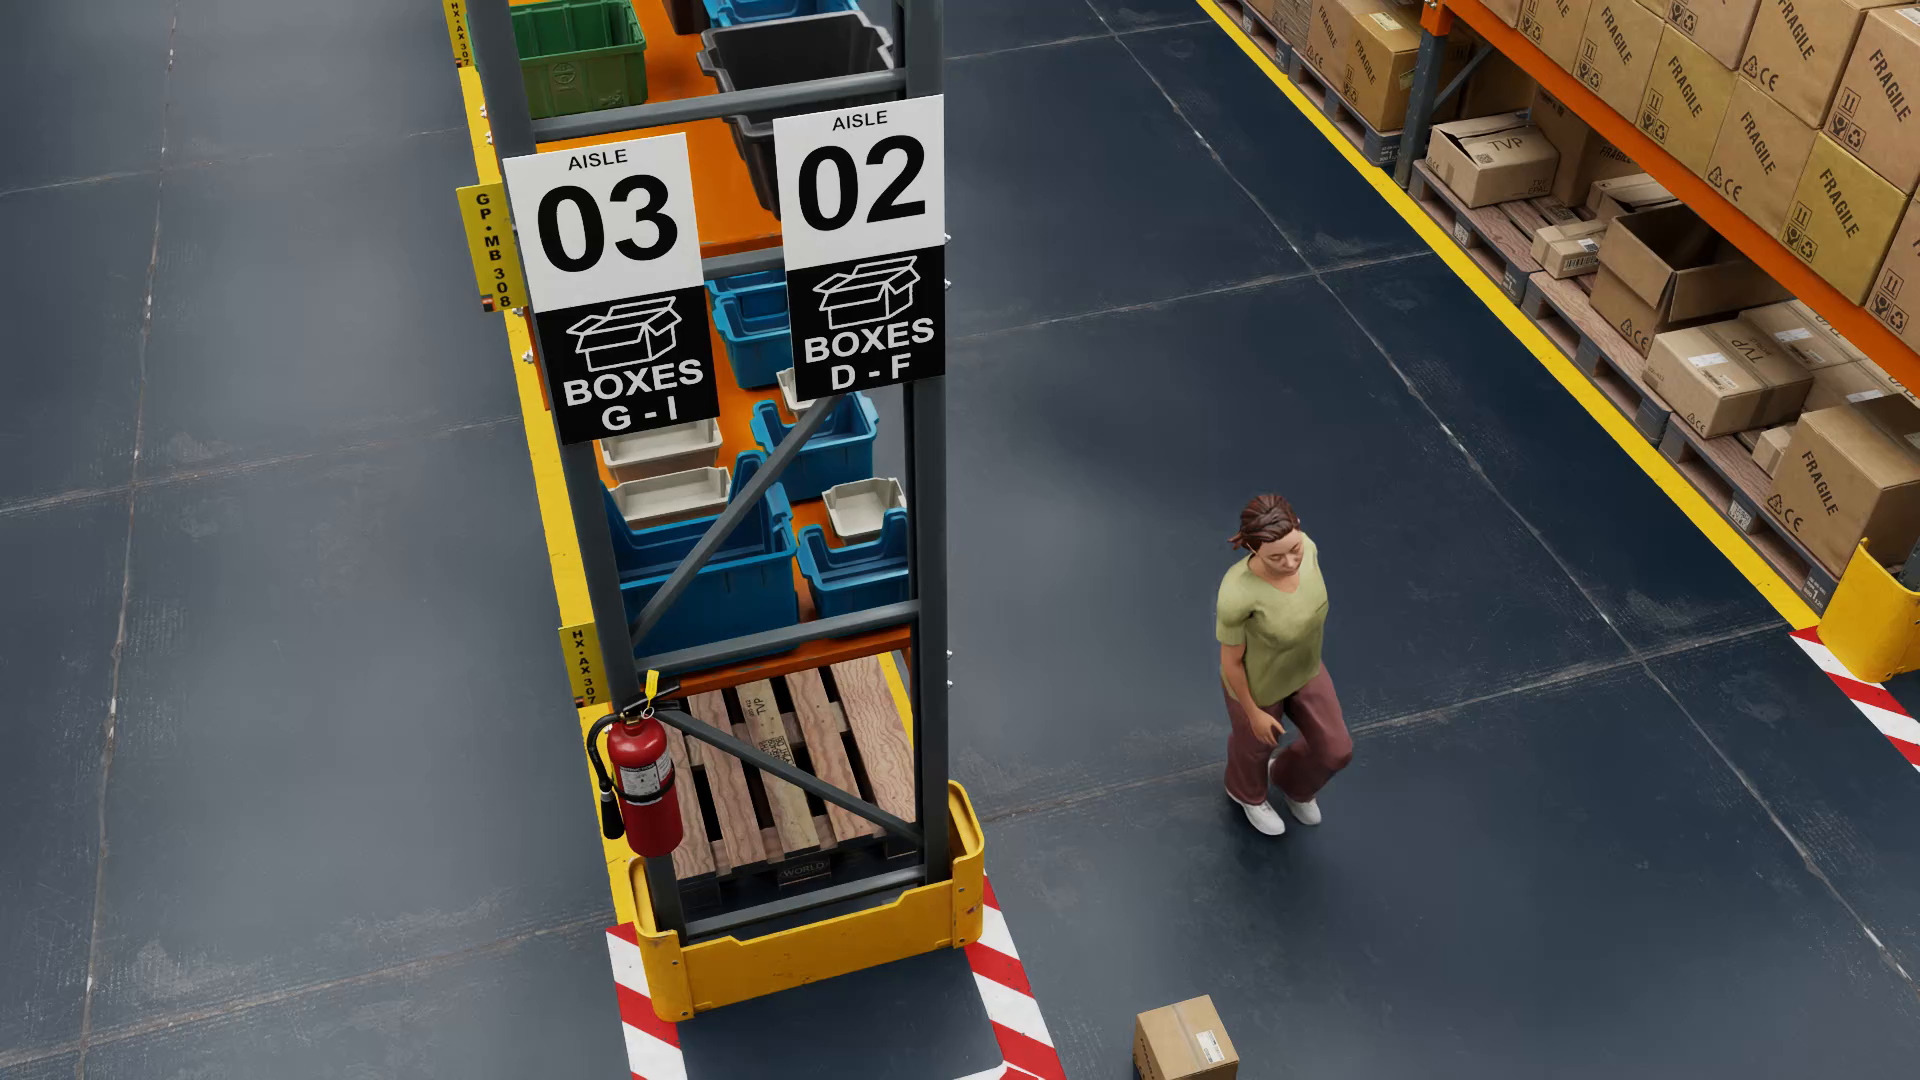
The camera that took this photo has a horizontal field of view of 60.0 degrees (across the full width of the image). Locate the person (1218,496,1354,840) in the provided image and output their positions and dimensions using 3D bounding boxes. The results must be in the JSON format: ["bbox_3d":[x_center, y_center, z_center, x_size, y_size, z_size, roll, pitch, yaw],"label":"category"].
[{"bbox_3d":[1.086,0.498,5.636,0.559,1.693,0.473,-23,47,-23],"label":"person"}]
